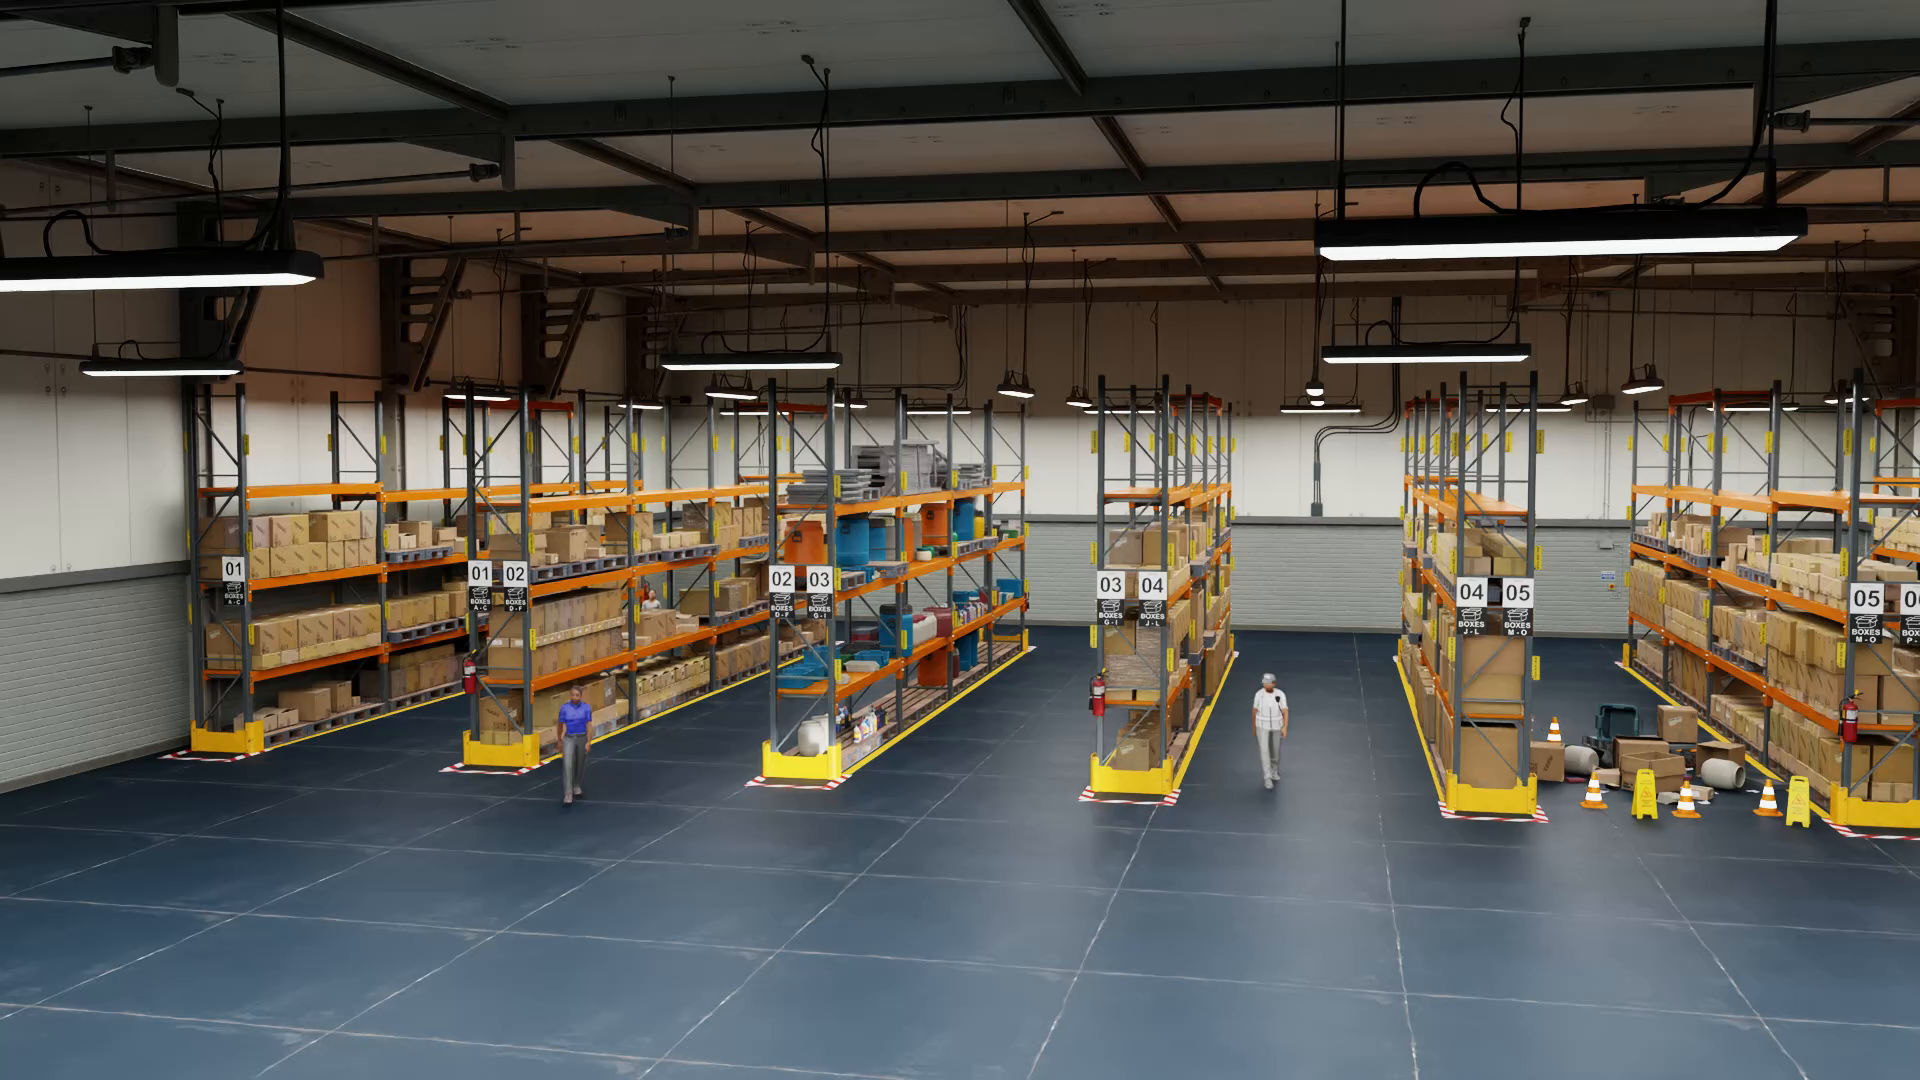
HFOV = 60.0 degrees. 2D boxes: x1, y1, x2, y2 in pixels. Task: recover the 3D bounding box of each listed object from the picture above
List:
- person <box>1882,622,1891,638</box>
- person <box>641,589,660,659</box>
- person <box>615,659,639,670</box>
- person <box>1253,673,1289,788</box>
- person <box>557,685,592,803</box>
[{"bbox_3d":[17.211,2.338,31.084,0.580,1.787,0.579,0,3,-7],"label":"person"},{"bbox_3d":[-7.272,1.952,39.043,0.427,1.611,1.082,1,3,9],"label":"person"},{"bbox_3d":[-6.933,2.218,34.592,0.565,1.623,0.618,1,3,15],"label":"person"},{"bbox_3d":[4.569,2.771,24.435,0.508,1.623,0.931,0,3,5],"label":"person"},{"bbox_3d":[-5.409,2.838,23.353,0.487,1.602,0.980,-1,4,-24],"label":"person"}]
